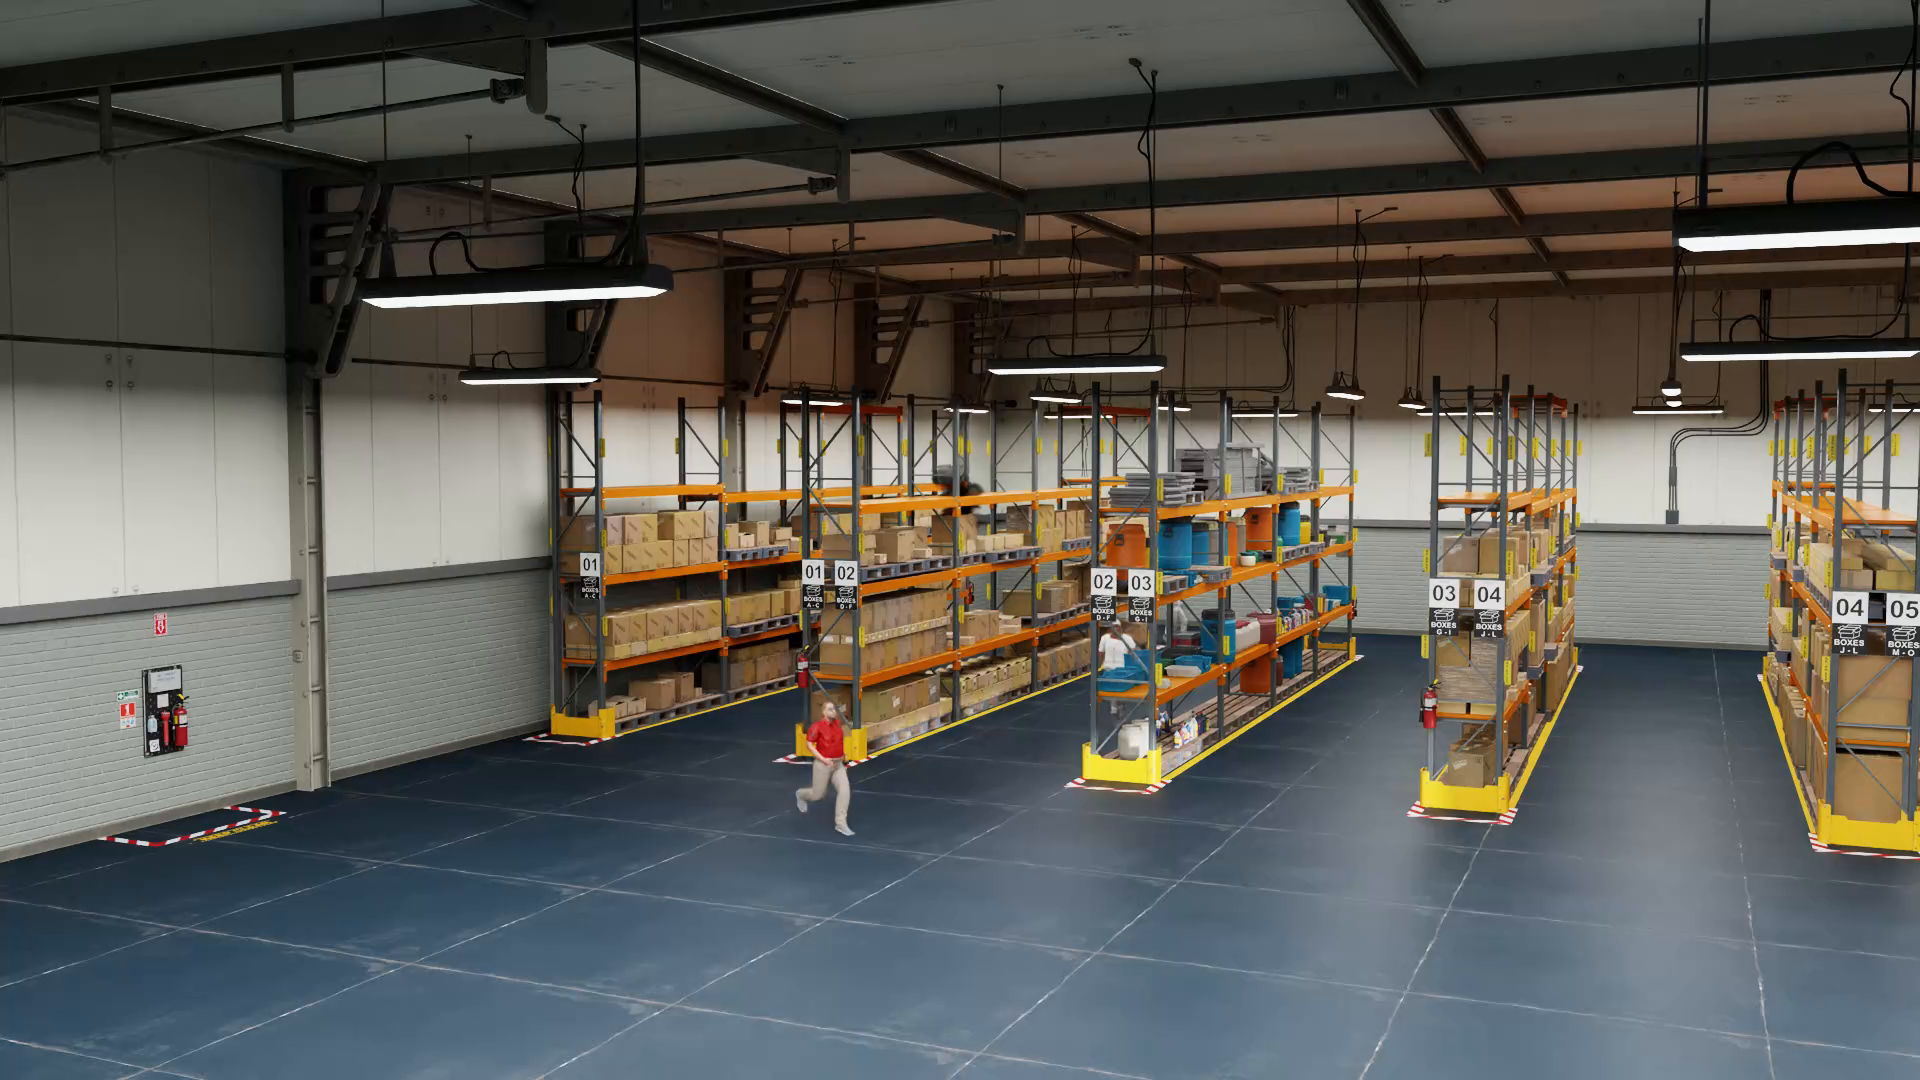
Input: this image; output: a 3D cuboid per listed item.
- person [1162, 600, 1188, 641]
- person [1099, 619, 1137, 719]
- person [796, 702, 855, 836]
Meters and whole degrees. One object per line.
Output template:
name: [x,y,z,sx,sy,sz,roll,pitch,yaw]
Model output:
person: [5.439,1.812,42.412,0.741,1.768,0.796,2,4,35]
person: [2.738,2.280,29.360,0.686,1.781,0.593,1,3,15]
person: [-1.754,2.975,21.809,0.642,1.719,1.024,-3,4,-40]
